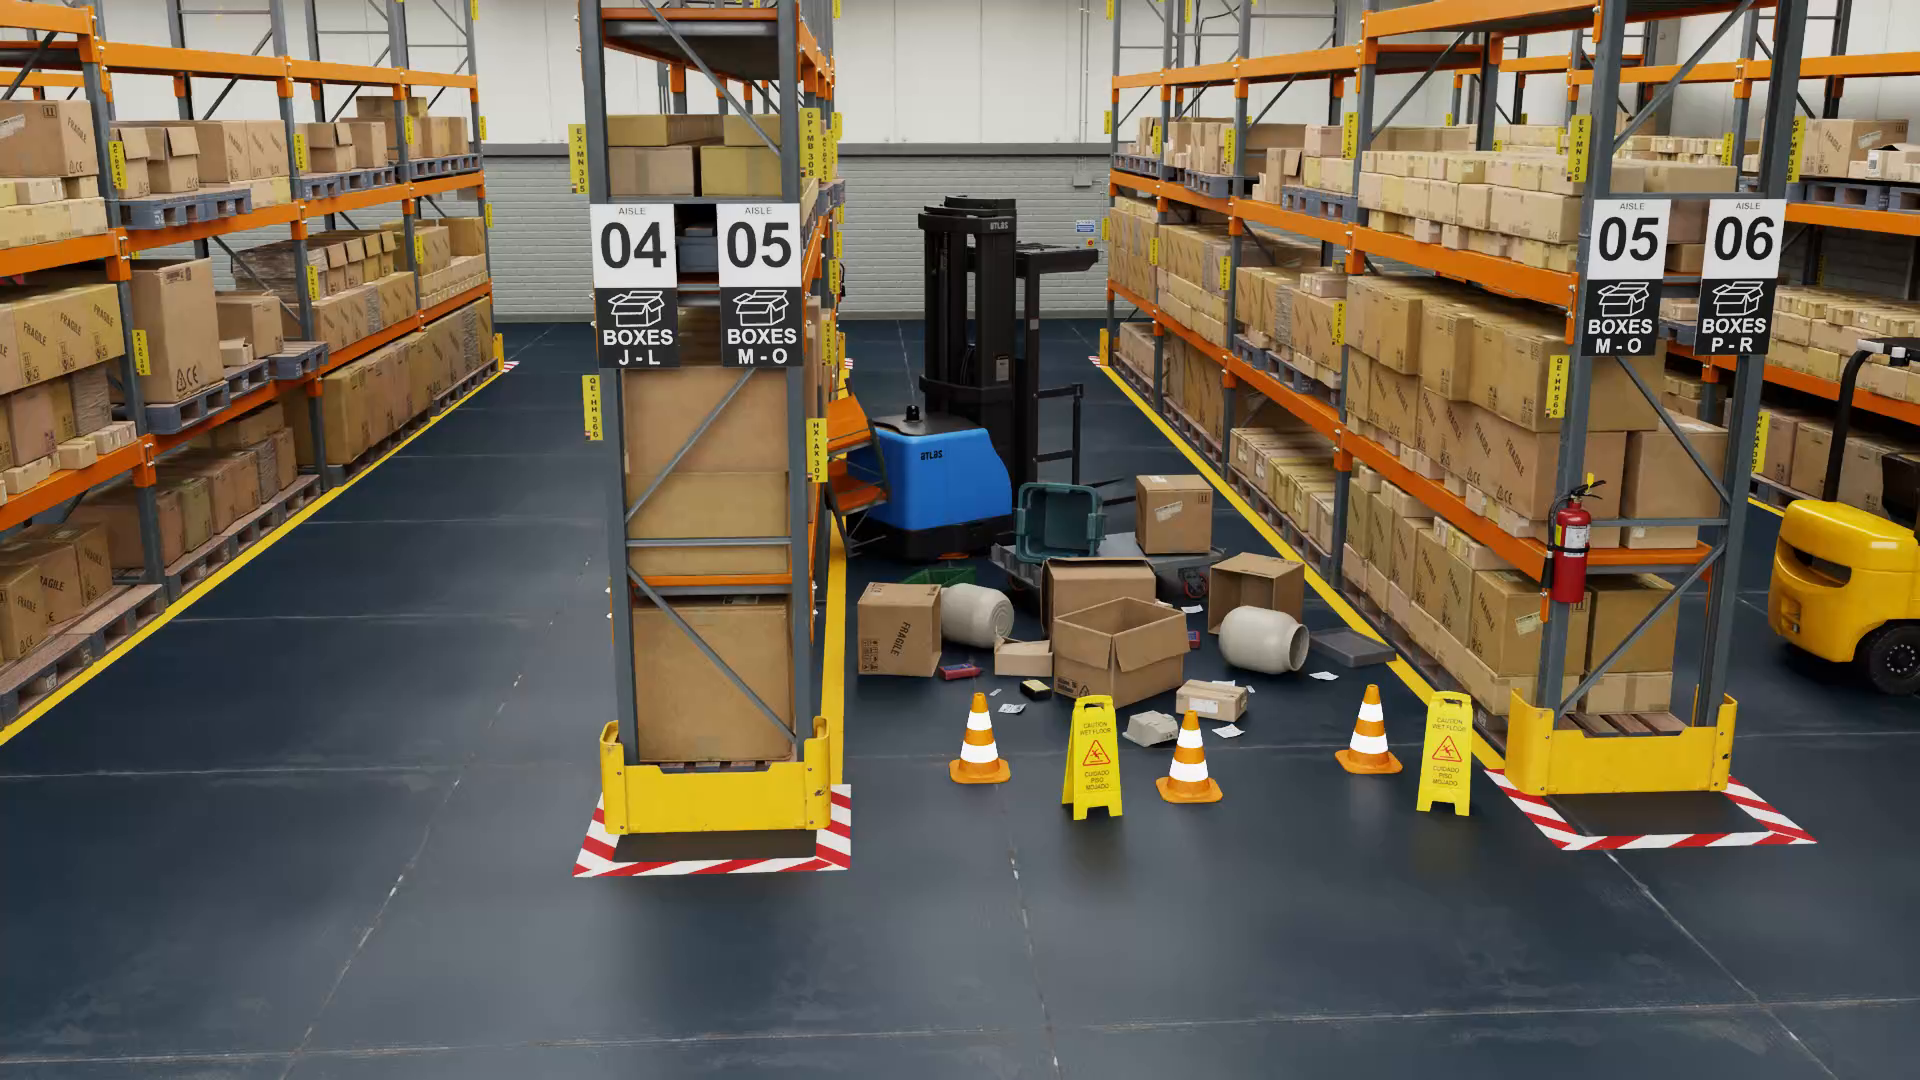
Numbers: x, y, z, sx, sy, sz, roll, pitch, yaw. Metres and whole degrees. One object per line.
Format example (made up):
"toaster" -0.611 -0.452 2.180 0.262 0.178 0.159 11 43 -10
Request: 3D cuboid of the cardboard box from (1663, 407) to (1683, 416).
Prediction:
"cardboard box" 3.874 -0.530 9.770 0.500 0.500 0.500 0 14 -2

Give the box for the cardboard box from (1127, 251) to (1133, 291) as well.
"cardboard box" 2.534 -3.614 22.353 0.500 0.500 0.500 0 14 -2

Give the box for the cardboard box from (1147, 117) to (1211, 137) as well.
"cardboard box" 2.802 -5.161 21.294 0.797 0.503 0.637 0 14 1

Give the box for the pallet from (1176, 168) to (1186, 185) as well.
"pallet" 3.024 -4.204 19.210 0.909 0.209 1.282 0 14 -1

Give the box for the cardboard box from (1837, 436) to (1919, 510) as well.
"cardboard box" 8.284 -0.535 14.510 0.875 0.625 0.625 -1 14 -4

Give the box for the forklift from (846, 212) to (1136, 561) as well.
"forklift" 0.504 -1.469 14.530 3.031 2.843 1.129 -10 18 -35

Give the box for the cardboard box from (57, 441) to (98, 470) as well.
"cardboard box" -6.082 -0.572 11.235 0.380 0.149 0.250 -1 14 -3

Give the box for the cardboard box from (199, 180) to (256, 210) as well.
"cardboard box" -6.378 -2.941 14.218 0.500 0.250 0.500 0 14 -2

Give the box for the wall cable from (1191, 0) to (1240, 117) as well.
"wall cable" 5.570 -8.444 29.212 2.988 3.039 0.133 -1 14 -3

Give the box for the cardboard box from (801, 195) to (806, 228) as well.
"cardboard box" -0.974 -1.658 8.393 0.380 0.149 0.250 -1 14 -3

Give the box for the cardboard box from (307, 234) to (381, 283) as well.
"cardboard box" -6.894 -3.123 18.430 0.797 0.503 0.637 -1 14 -3

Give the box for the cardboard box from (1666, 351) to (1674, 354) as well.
"cardboard box" 8.270 -2.180 19.850 0.380 0.149 0.250 -2 15 -6

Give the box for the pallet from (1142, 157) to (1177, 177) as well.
"pallet" 2.878 -4.685 20.872 1.003 0.211 1.213 -1 14 -3

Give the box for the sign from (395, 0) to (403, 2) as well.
"sign" -6.432 -6.326 19.019 0.100 0.325 0.005 -1 14 -3

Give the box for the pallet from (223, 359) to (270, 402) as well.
"pallet" -6.562 -1.339 14.095 1.003 0.211 1.213 -1 14 -3

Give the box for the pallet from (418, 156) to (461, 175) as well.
"pallet" -7.086 -4.834 21.454 1.003 0.211 1.213 -1 14 -3

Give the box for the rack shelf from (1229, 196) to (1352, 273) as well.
"rack shelf" 3.290 -2.683 14.360 1.077 0.370 4.000 -1 14 -3

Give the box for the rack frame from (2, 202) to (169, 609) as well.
"rack frame" -6.477 -0.929 12.116 1.000 3.000 0.127 -1 14 -3

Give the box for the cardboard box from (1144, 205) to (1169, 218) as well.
"cardboard box" 2.582 -4.244 21.490 0.380 0.149 0.250 -1 14 -4

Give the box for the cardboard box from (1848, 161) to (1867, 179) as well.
"cardboard box" 7.948 -3.203 14.395 0.380 0.149 0.250 -1 14 -4

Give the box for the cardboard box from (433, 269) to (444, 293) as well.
"cardboard box" -6.767 -3.234 20.781 0.500 0.250 0.500 -1 14 -4

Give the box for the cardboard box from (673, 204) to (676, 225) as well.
"cardboard box" -1.632 -1.646 8.343 0.380 0.149 0.250 -1 14 -4

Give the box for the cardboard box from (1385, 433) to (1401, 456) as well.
"cardboard box" 3.208 -0.687 11.681 0.380 0.149 0.250 0 14 -2

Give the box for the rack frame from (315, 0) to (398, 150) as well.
"rack frame" -6.970 -5.824 19.101 0.949 2.616 0.053 -1 14 -3

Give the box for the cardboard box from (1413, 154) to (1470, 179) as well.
"cardboard box" 3.215 -2.459 10.947 0.380 0.149 0.250 -1 14 -5

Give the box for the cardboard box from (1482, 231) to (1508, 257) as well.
"cardboard box" 3.318 -1.756 9.814 0.380 0.149 0.250 -1 14 -4

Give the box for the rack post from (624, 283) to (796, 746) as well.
"rack post" -6.530 -1.935 12.405 10.902 4.420 9.321 -1 14 -3

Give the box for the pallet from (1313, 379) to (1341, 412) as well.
"pallet" 3.511 -1.181 13.482 1.003 0.211 1.213 -1 14 -3

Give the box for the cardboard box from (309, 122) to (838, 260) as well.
"cardboard box" -4.433 -4.005 20.143 5.883 2.061 2.375 -1 14 -5

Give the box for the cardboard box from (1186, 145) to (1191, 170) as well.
"cardboard box" 2.682 -4.202 18.247 0.396 0.266 0.258 0 14 1

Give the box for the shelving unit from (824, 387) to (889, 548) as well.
"shelving unit" -0.944 -0.625 14.047 0.538 0.981 1.030 -18 27 -7

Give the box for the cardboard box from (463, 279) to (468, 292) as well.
"cardboard box" -6.789 -3.389 22.184 0.380 0.149 0.250 -1 14 -3

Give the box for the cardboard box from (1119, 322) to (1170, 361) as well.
"cardboard box" 2.811 -2.866 23.945 0.875 0.438 0.875 -1 14 -5

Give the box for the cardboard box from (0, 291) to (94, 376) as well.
"cardboard box" -6.143 -1.373 11.040 0.500 0.500 0.500 -1 14 -3

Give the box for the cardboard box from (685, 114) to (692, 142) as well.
"cardboard box" -1.694 -2.285 9.229 0.380 0.149 0.250 -1 14 -3

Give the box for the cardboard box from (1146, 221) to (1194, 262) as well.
"cardboard box" 2.613 -3.717 20.746 0.500 0.500 0.500 -1 14 -4

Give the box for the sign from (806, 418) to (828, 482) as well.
"sign" -0.719 -0.450 8.359 0.100 0.325 0.005 -1 14 -3

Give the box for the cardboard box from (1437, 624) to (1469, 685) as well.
"cardboard box" 3.319 0.716 10.401 0.500 0.250 0.500 -1 14 -3

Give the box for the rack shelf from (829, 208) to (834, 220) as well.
"rack shelf" -2.012 -4.055 19.689 1.077 0.370 7.843 -1 14 -3

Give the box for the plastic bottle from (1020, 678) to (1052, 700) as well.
"plastic bottle" 0.471 0.953 10.700 0.133 0.061 0.283 -6 16 -23

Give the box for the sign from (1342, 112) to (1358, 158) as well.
"sign" 2.860 -2.966 12.186 0.100 0.325 0.005 -1 14 -3

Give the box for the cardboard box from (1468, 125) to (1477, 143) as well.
"cardboard box" 7.414 -5.669 23.220 0.500 0.250 0.500 -1 14 -4

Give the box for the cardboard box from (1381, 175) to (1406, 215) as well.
"cardboard box" 3.209 -2.364 11.379 0.500 0.250 0.500 -1 14 -4

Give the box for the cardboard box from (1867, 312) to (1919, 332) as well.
"cardboard box" 8.026 -1.858 14.227 0.380 0.149 0.250 -1 14 -5

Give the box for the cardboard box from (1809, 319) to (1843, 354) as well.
"cardboard box" 8.004 -1.828 14.908 0.500 0.250 0.500 -1 14 -3

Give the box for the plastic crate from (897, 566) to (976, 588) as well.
"plastic crate" -0.202 0.377 12.570 0.450 0.188 0.662 -4 11 28

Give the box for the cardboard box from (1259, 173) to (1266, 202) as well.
"cardboard box" 3.031 -3.320 15.658 0.396 0.266 0.258 -1 14 -3

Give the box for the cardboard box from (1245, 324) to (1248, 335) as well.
"cardboard box" 3.000 -2.074 16.231 0.380 0.149 0.250 -2 15 -7

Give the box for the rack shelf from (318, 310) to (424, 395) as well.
"rack shelf" -6.849 -2.072 18.005 1.077 0.370 4.000 -1 14 -3

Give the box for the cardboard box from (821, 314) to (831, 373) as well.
"cardboard box" -1.443 -1.791 15.268 0.500 0.500 0.500 -1 14 -3

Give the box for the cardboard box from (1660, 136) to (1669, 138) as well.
"cardboard box" 8.036 -4.481 18.765 0.380 0.149 0.250 -1 14 -3

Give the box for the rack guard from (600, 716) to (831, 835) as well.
"rack guard" -1.271 1.231 8.738 1.175 0.500 0.348 -1 14 -3

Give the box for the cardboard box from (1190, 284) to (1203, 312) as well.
"cardboard box" 2.795 -2.617 17.975 0.500 0.250 0.500 -1 14 -5

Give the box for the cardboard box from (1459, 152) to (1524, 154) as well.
"cardboard box" 3.744 -2.660 11.729 0.380 0.149 0.250 -1 14 -5

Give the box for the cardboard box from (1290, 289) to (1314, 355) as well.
"cardboard box" 3.098 -1.841 14.020 0.500 0.500 0.500 0 14 -2

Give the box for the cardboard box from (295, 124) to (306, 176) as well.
"cardboard box" -6.835 -3.780 16.129 0.797 0.503 0.637 0 14 0

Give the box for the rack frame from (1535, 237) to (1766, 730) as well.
"rack frame" 3.661 -0.087 8.844 1.000 3.000 0.127 -1 14 -3

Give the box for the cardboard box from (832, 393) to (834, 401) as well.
"cardboard box" -1.592 -1.273 17.626 0.500 0.500 0.500 -1 14 -3
